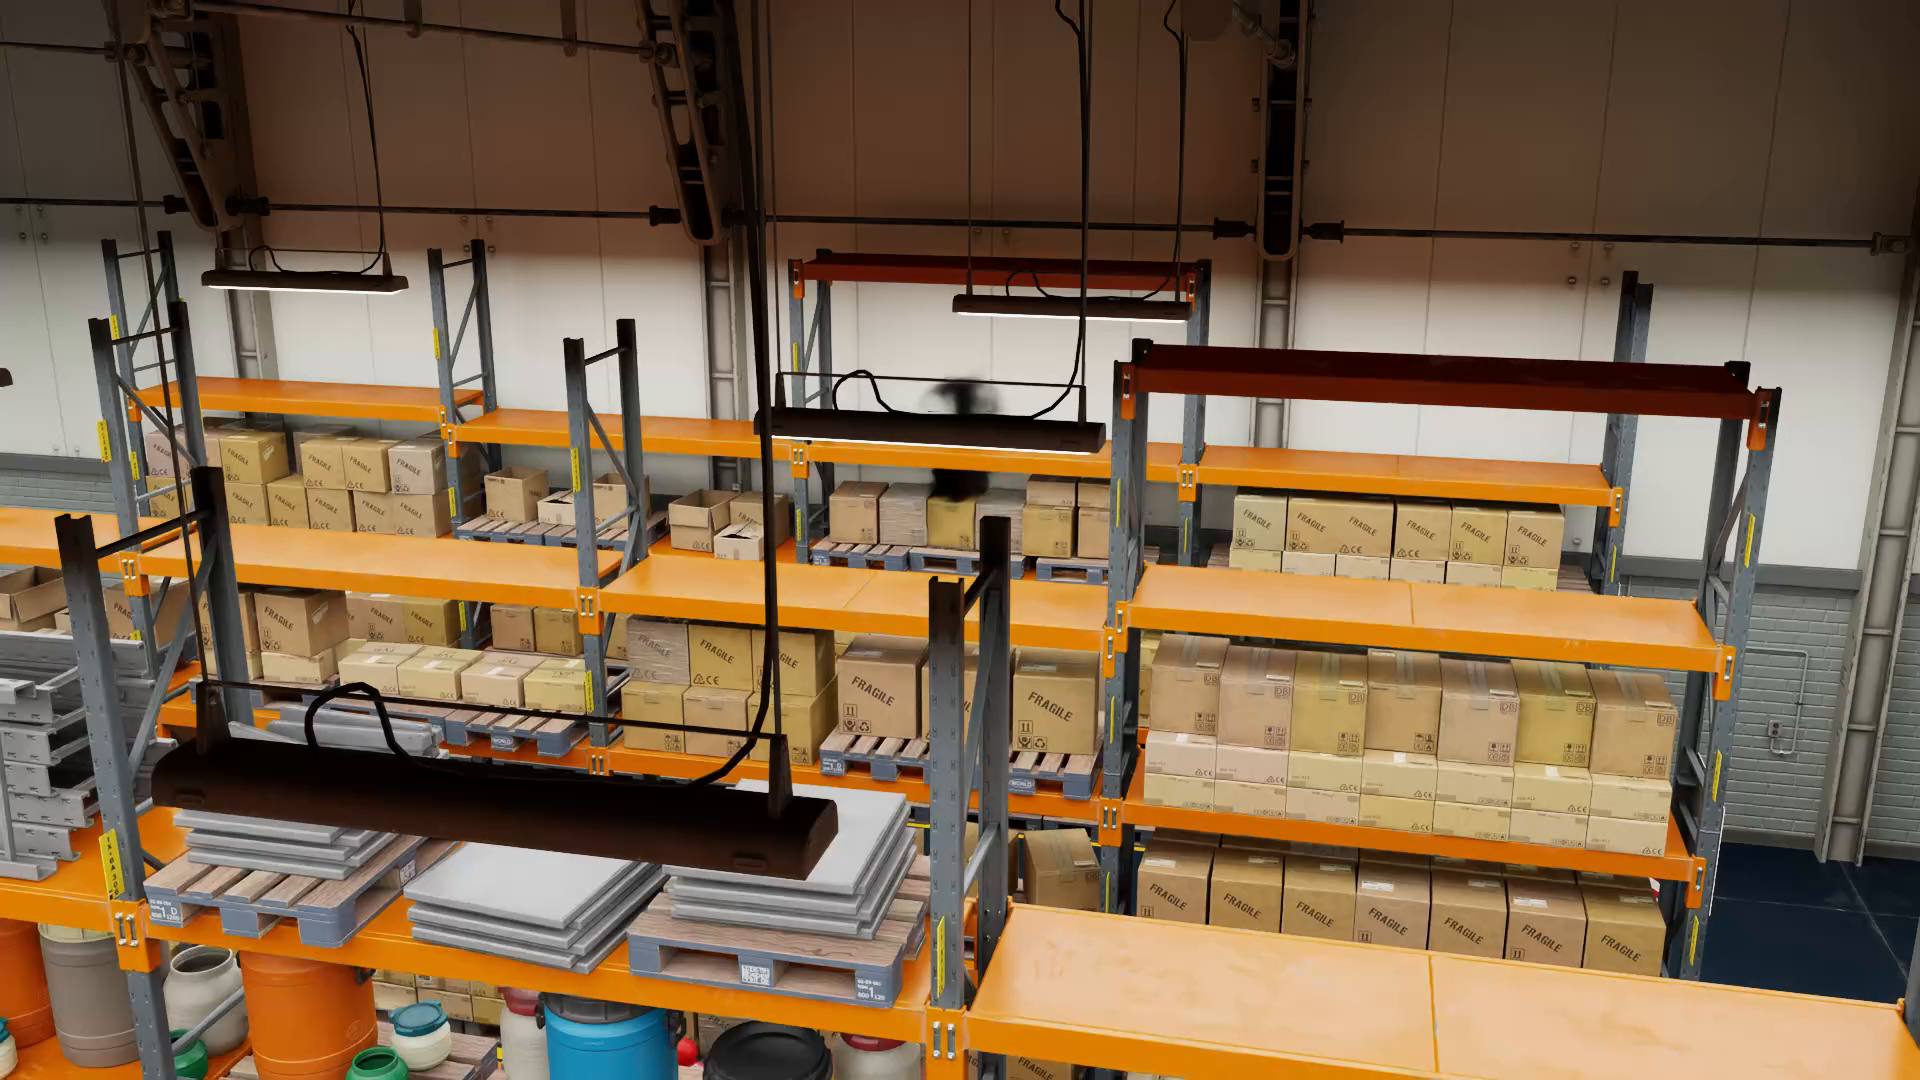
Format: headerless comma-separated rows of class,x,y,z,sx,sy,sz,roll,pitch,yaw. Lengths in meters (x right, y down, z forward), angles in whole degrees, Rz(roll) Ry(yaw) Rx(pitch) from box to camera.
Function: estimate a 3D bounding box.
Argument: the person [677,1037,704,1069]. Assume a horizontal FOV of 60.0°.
person,-1.791,4.125,11.152,0.770,1.758,0.606,3,17,10
